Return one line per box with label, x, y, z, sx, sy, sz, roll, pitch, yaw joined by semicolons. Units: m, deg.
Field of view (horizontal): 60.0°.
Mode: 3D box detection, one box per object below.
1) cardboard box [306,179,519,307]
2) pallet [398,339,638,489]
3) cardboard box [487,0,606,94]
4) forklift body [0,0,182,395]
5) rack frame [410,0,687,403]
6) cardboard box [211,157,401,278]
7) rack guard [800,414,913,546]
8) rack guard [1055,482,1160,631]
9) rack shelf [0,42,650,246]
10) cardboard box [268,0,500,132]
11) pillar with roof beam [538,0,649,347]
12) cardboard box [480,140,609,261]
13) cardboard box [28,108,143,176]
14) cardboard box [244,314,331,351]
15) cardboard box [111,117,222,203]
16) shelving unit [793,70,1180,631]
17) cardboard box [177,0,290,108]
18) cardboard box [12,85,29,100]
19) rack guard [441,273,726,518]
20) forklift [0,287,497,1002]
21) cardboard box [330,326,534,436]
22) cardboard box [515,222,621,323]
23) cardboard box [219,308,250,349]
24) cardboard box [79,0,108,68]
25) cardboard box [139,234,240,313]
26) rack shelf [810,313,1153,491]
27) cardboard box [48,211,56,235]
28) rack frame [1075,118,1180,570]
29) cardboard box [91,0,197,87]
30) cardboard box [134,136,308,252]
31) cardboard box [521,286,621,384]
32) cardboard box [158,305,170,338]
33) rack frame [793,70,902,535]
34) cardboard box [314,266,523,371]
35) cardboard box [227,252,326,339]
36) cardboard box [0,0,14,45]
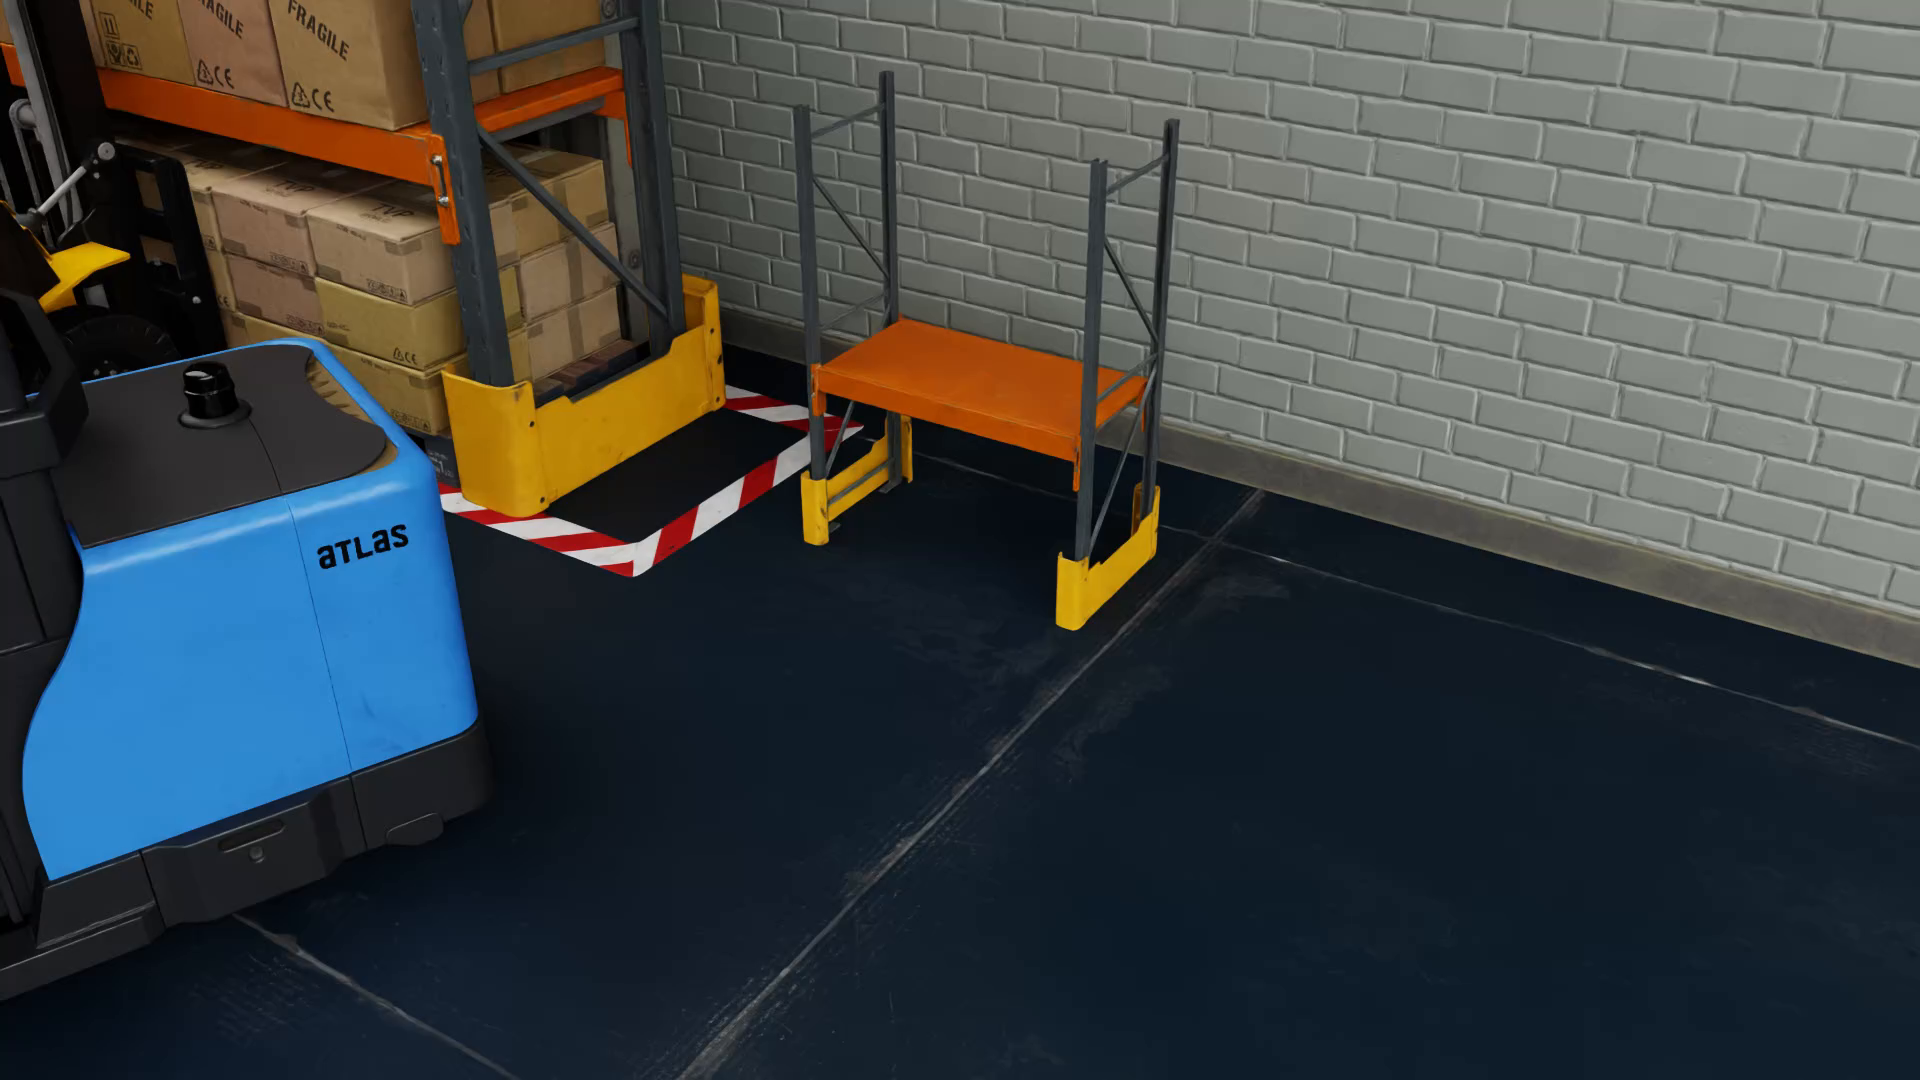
cardboard box;-1.949;-1.079;5.943;0.500;0.250;0.500;19;35;29
pallet;-2.063;-0.646;6.648;1.213;0.211;1.003;18;35;27
cardboard box;-1.665;-1.958;6.030;0.500;0.500;0.500;19;35;29
forklift body;-3.969;-1.026;5.375;1.214;2.155;2.313;18;35;27
rack frame;-1.393;-1.664;5.625;0.127;3.000;1.000;18;35;27
cardboard box;-2.385;-1.214;6.173;0.500;0.250;0.500;18;35;28
rack guard;-0.357;-0.221;5.881;0.087;0.250;0.587;18;35;27
rack guard;0.486;0.046;5.423;0.087;0.250;0.587;18;35;27
rack shelf;-3.087;-1.889;6.725;4.000;0.370;1.077;18;35;27
cardboard box;-1.950;-1.727;5.634;0.500;0.500;0.500;17;34;26
pillar with roof beam;-3.793;-2.989;1.943;0.400;9.000;9.100;18;35;27
cardboard box;-1.700;-1.299;6.319;0.500;0.250;0.500;17;34;27
cardboard box;-3.683;-1.628;6.883;0.500;0.250;0.500;19;35;29
cardboard box;-2.376;-0.786;6.432;0.500;0.250;0.500;18;35;27
cardboard box;-3.243;-1.484;6.636;0.500;0.250;0.500;17;34;26
shelving unit;0.065;-0.627;5.337;1.083;1.500;0.587;18;35;27
cardboard box;-2.384;-1.870;5.879;0.500;0.500;0.500;19;35;29
cardboard box;-4.111;-1.756;7.103;0.500;0.250;0.500;18;35;27
rack guard;-1.373;-0.577;6.244;0.348;0.500;1.175;18;35;27
forklift;-2.743;-0.297;3.351;3.031;2.935;1.130;-19;35;-30
cardboard box;-1.959;-0.648;6.197;0.500;0.250;0.500;18;35;28
cardboard box;-1.681;-1.088;6.454;0.500;0.250;0.500;18;35;28
cardboard box;-2.794;-0.923;6.668;0.500;0.250;0.500;18;35;28
cardboard box;-3.250;-2.137;6.336;0.500;0.500;0.500;18;35;28
cardboard box;-2.839;-1.139;6.541;0.500;0.250;0.500;17;34;26
rack shelf;0.072;-0.470;5.424;1.000;0.185;0.538;18;35;27
cardboard box;-3.688;-1.410;7.006;0.500;0.250;0.500;17;34;27
rack frame;0.503;-0.489;5.099;0.032;1.500;0.500;18;35;27
cardboard box;-2.819;-2.007;6.114;0.500;0.500;0.500;17;34;26
cardboard box;-2.818;-1.345;6.398;0.500;0.250;0.500;18;35;28
cardboard box;-1.705;-0.872;6.581;0.500;0.250;0.500;18;35;28
cardboard box;-3.246;-1.053;6.890;0.500;0.250;0.500;19;35;29
rack frame;-0.358;-0.761;5.566;0.032;1.500;0.500;18;35;27
cardboard box;-1.972;-0.870;6.081;0.500;0.250;0.500;17;34;27
cardboard box;-2.391;-1.009;6.319;0.500;0.250;0.500;17;34;27
cardboard box;-3.665;-2.280;6.583;0.500;0.500;0.500;17;34;27
